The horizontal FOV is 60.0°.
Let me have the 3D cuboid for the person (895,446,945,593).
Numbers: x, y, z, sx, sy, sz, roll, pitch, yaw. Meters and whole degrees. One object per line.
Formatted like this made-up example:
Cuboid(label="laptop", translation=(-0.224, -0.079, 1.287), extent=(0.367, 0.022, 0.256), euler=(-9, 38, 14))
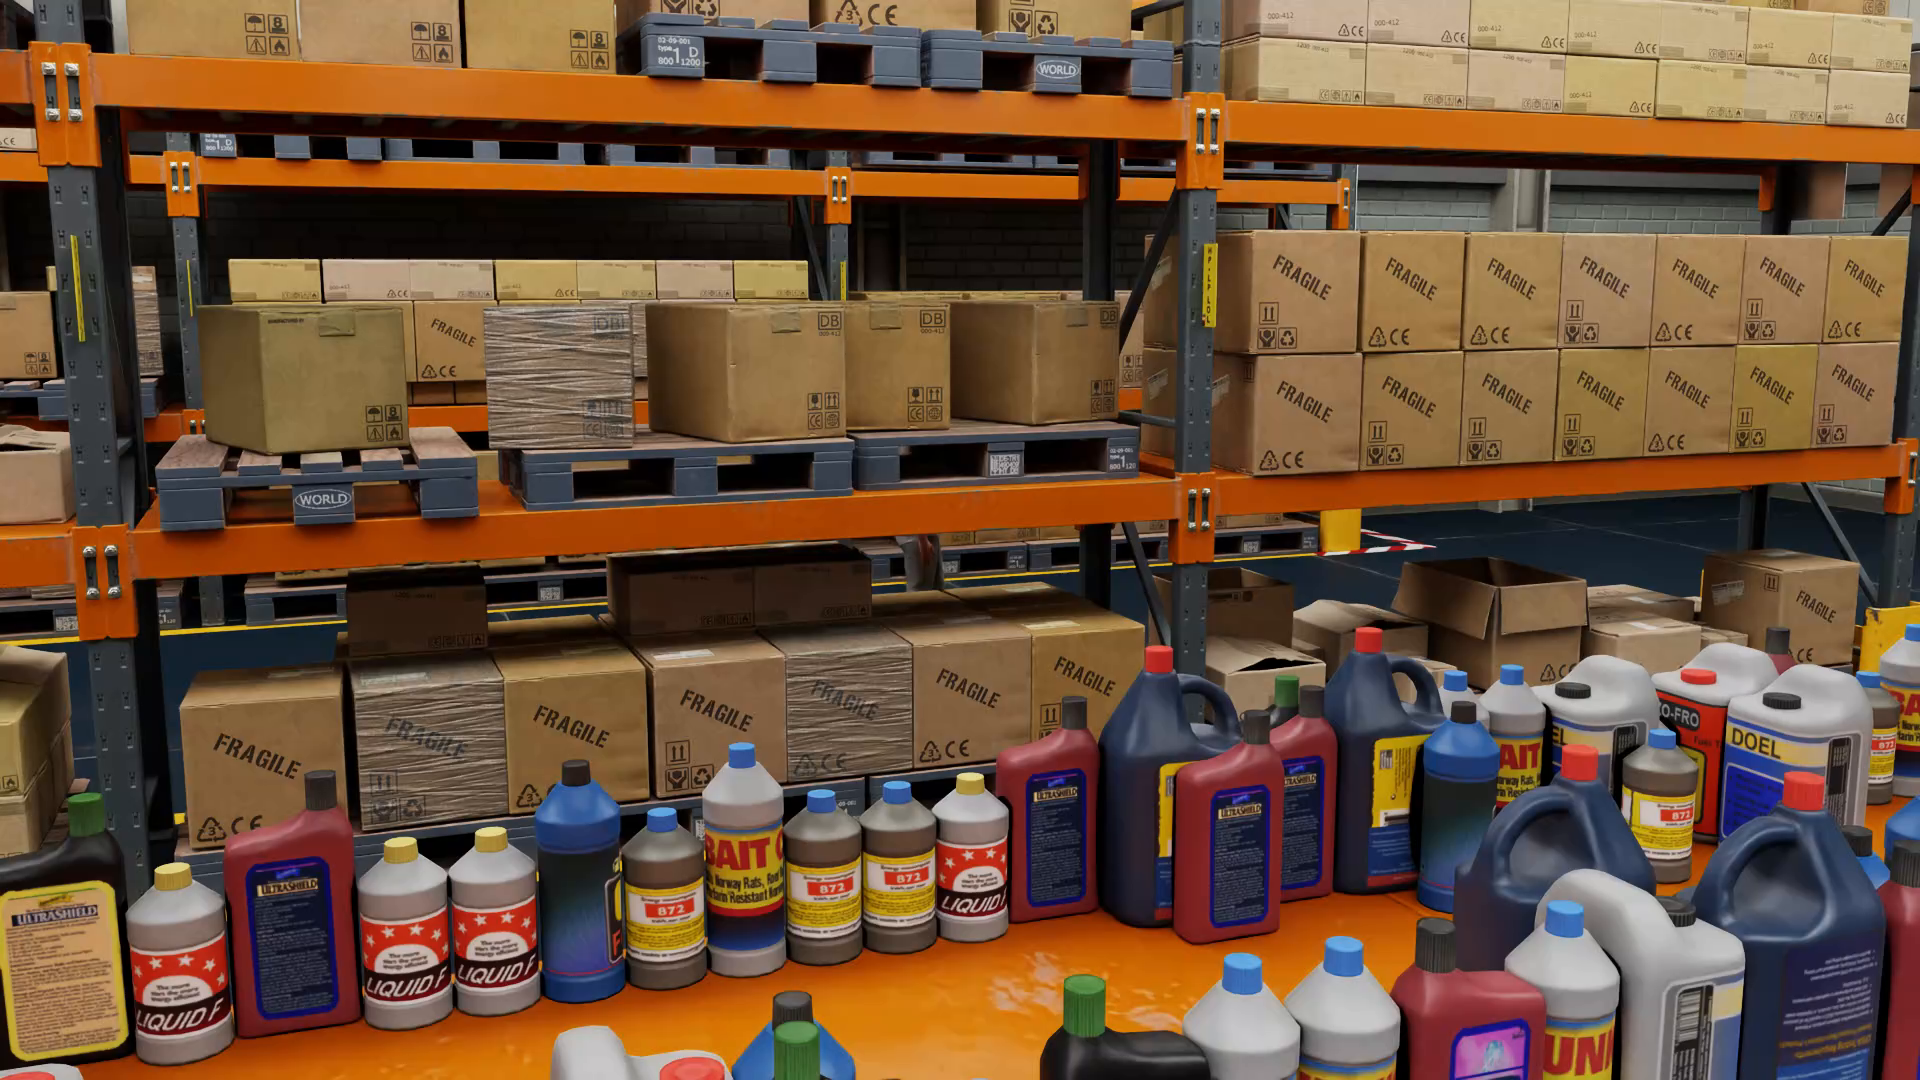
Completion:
Cuboid(label="person", translation=(-0.150, -0.017, 8.538), extent=(0.425, 1.575, 0.490), euler=(-1, 9, -7))
